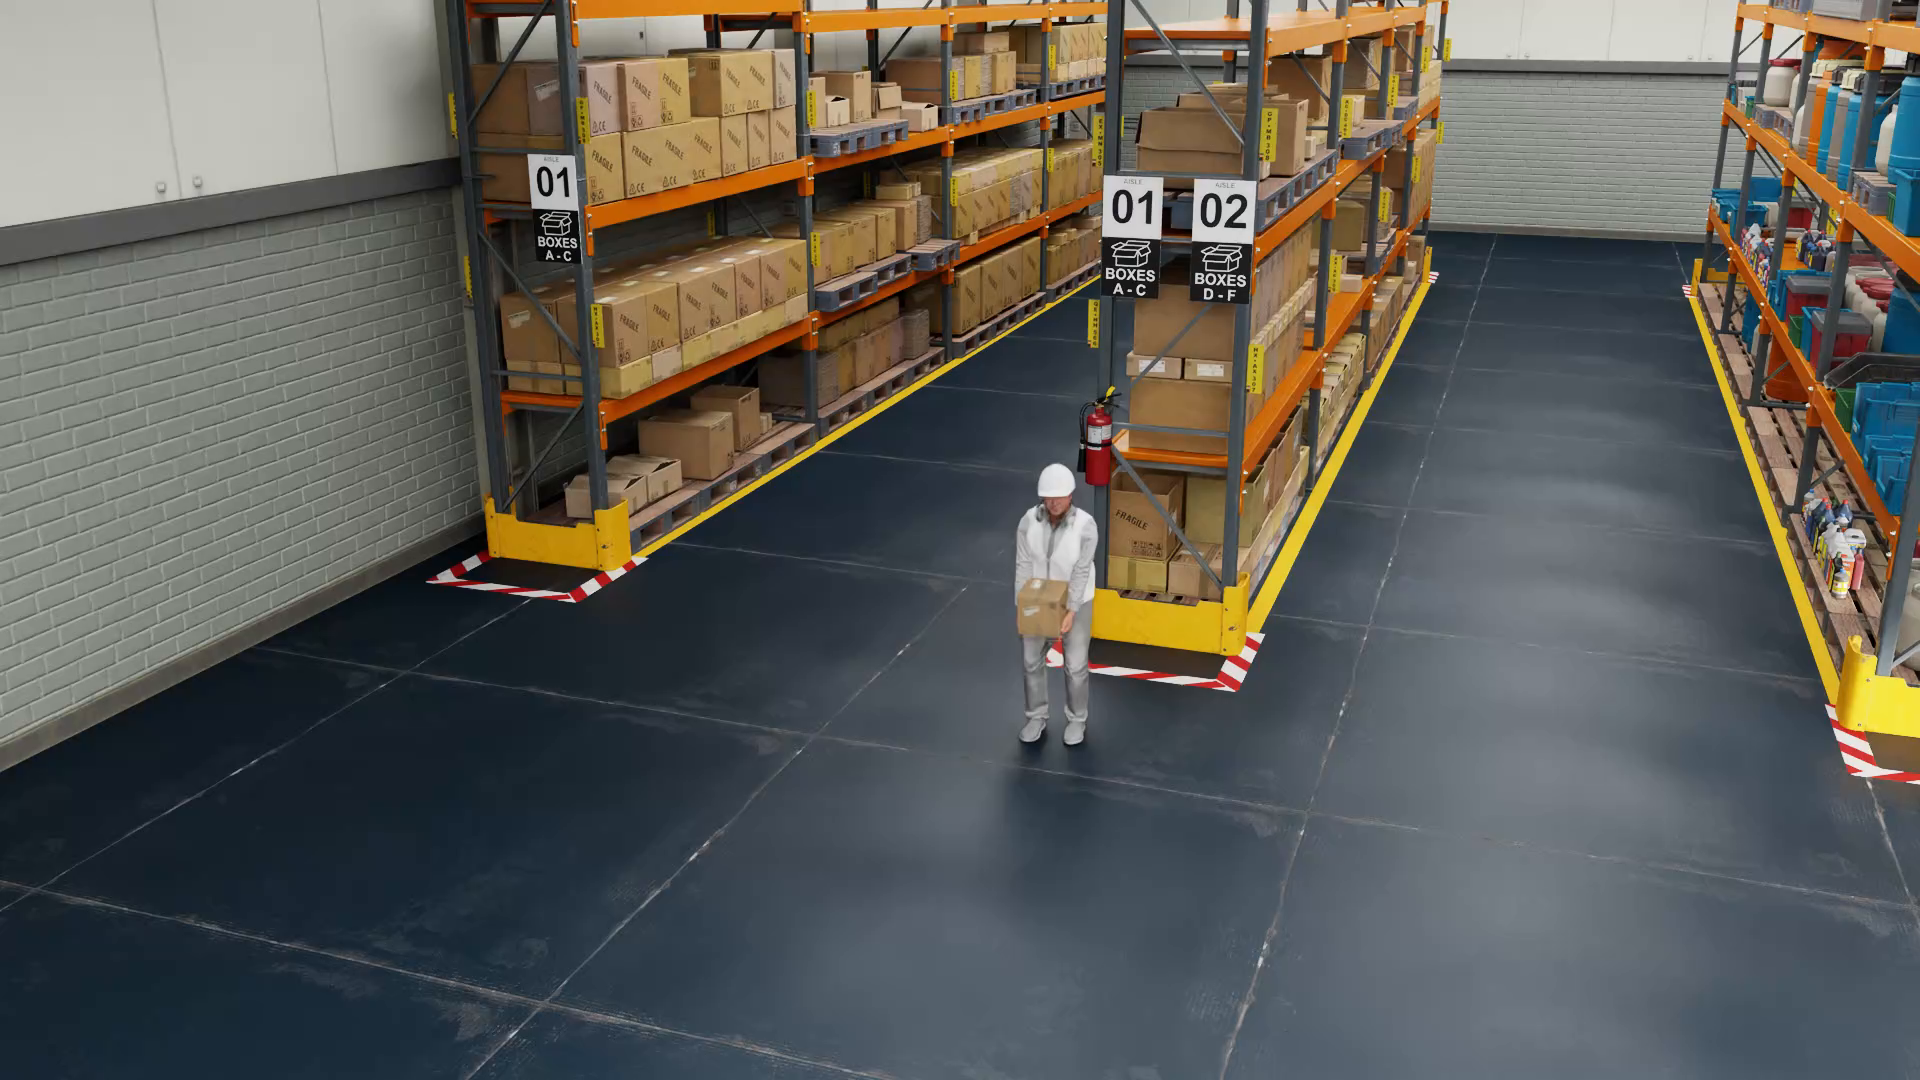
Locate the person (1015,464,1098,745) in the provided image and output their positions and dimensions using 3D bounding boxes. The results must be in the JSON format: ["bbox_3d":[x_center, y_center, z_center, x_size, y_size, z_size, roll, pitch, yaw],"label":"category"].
[{"bbox_3d":[0.573,0.382,9.918,0.486,1.754,0.582,6,19,17],"label":"person"}]
